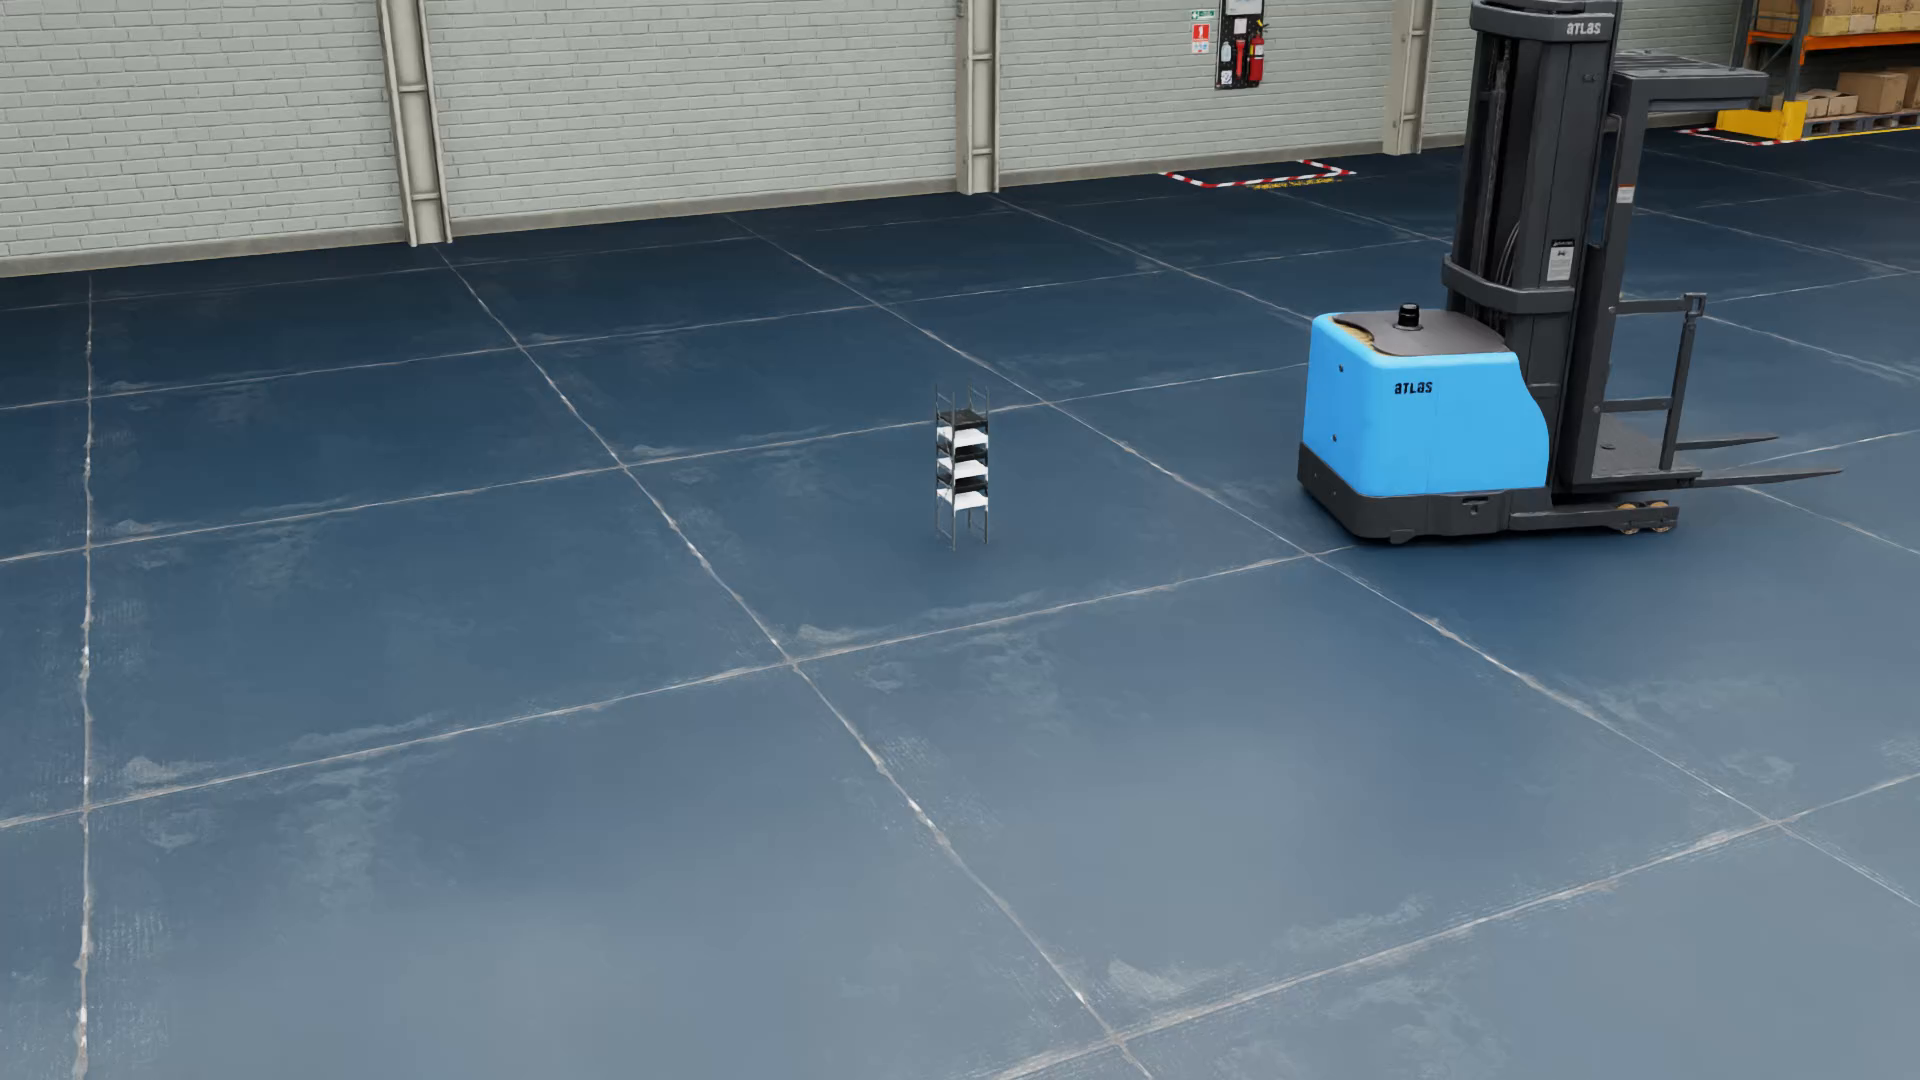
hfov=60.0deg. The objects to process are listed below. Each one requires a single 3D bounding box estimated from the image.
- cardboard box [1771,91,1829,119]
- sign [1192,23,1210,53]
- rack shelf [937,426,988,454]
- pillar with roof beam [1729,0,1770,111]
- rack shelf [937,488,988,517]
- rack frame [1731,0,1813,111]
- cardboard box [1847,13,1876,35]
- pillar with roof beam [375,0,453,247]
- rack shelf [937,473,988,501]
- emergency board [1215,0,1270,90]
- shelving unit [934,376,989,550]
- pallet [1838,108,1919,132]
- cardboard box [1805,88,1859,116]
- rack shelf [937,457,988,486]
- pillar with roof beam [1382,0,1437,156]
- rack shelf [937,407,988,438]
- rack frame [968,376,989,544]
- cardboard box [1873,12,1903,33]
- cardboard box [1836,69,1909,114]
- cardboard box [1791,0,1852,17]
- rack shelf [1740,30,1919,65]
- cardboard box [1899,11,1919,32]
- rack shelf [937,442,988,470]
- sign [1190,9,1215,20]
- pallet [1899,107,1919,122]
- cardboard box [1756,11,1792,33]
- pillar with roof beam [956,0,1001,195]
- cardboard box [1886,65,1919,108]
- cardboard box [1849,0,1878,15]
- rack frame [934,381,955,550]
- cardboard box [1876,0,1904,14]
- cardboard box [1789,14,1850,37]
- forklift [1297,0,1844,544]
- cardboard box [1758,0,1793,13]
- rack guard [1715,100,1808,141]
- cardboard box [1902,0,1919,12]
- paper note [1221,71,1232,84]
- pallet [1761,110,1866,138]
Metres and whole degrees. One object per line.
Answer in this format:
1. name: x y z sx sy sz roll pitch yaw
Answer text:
1. cardboard box: 11.417 -5.933 22.601 0.500 0.311 0.500 -14 26 -30
2. sign: 2.818 -5.870 19.463 0.234 0.329 0.001 -10 25 -24
3. rack shelf: 0.007 -0.553 9.025 0.200 0.077 0.258 -10 25 -24
4. pillar with roof beam: 12.877 -8.591 18.237 0.400 9.000 9.100 -10 25 -24
5. rack shelf: 0.007 -0.220 9.163 0.200 0.077 0.258 -10 25 -24
6. rack frame: 10.754 -6.888 21.968 0.127 3.000 1.000 -10 25 -24
7. cardboard box: 11.794 -6.891 22.144 0.500 0.250 0.500 -11 25 -25
8. pillar with roof beam: -3.342 -5.605 11.024 0.400 9.000 9.100 -10 25 -24
9. rack shelf: 0.007 -0.303 9.128 0.200 0.077 0.258 -10 25 -24
10. emergency board: 3.360 -5.910 19.606 0.643 1.169 0.194 -10 25 -24
11. shelving unit: 0.007 -0.417 9.081 0.210 0.900 0.258 -10 25 -24
12. pallet: 12.668 -5.936 23.313 1.213 0.211 1.003 -10 25 -24
13. cardboard box: 11.931 -6.027 22.829 0.500 0.311 0.500 -8 24 -19
14. rack shelf: 0.007 -0.386 9.094 0.200 0.077 0.258 -10 25 -24
15. pillar with roof beam: 7.471 -7.595 15.833 0.400 9.000 9.100 -10 25 -24
16. rack shelf: 0.007 -0.636 8.991 0.200 0.077 0.258 -10 25 -24
17. rack frame: 0.099 -0.434 9.122 0.006 0.900 0.240 -10 25 -24
18. cardboard box: 12.255 -6.973 22.343 0.500 0.250 0.500 -11 25 -24
19. cardboard box: 12.613 -6.219 23.045 0.500 0.500 0.700 -12 25 -27
20. cardboard box: 11.315 -7.150 21.791 0.500 0.500 0.500 -10 25 -24
21. rack shelf: 12.557 -6.887 22.907 4.000 0.370 1.077 -10 25 -24
22. cardboard box: 12.712 -7.056 22.544 0.500 0.250 0.500 -10 25 -23
23. rack shelf: 0.007 -0.469 9.059 0.200 0.077 0.258 -10 25 -24
24. sign: 2.826 -6.113 19.357 0.331 0.109 0.001 -10 25 -24
25. pallet: 13.769 -6.139 23.806 1.213 0.211 1.003 -10 25 -24
26. cardboard box: 11.092 -6.972 22.342 0.500 0.250 0.500 -10 25 -23
27. pillar with roof beam: 2.064 -6.600 13.429 0.400 9.000 9.100 -10 25 -24
28. cardboard box: 13.441 -6.414 23.516 0.500 0.500 0.500 -12 26 -28
29. cardboard box: 11.765 -7.229 21.980 0.500 0.500 0.500 -10 25 -23
30. rack frame: -0.084 -0.400 9.040 0.006 0.900 0.240 -10 25 -24
31. cardboard box: 12.233 -7.312 22.182 0.500 0.500 0.500 -11 25 -25
32. cardboard box: 11.332 -6.799 21.924 0.500 0.250 0.500 -11 25 -25
33. forklift: 3.581 -1.583 9.242 3.031 2.935 1.130 -4 23 -9
34. cardboard box: 11.087 -7.326 22.215 0.500 0.500 0.500 -11 25 -24
35. rack guard: 10.823 -5.746 22.477 0.348 0.500 1.175 -10 25 -24
36. cardboard box: 12.693 -7.402 22.399 0.500 0.500 0.500 -10 24 -22
37. paper note: 3.171 -5.498 19.761 0.142 0.148 0.016 -10 25 -24
38. pallet: 11.570 -5.735 22.828 1.213 0.211 1.003 -10 25 -24
